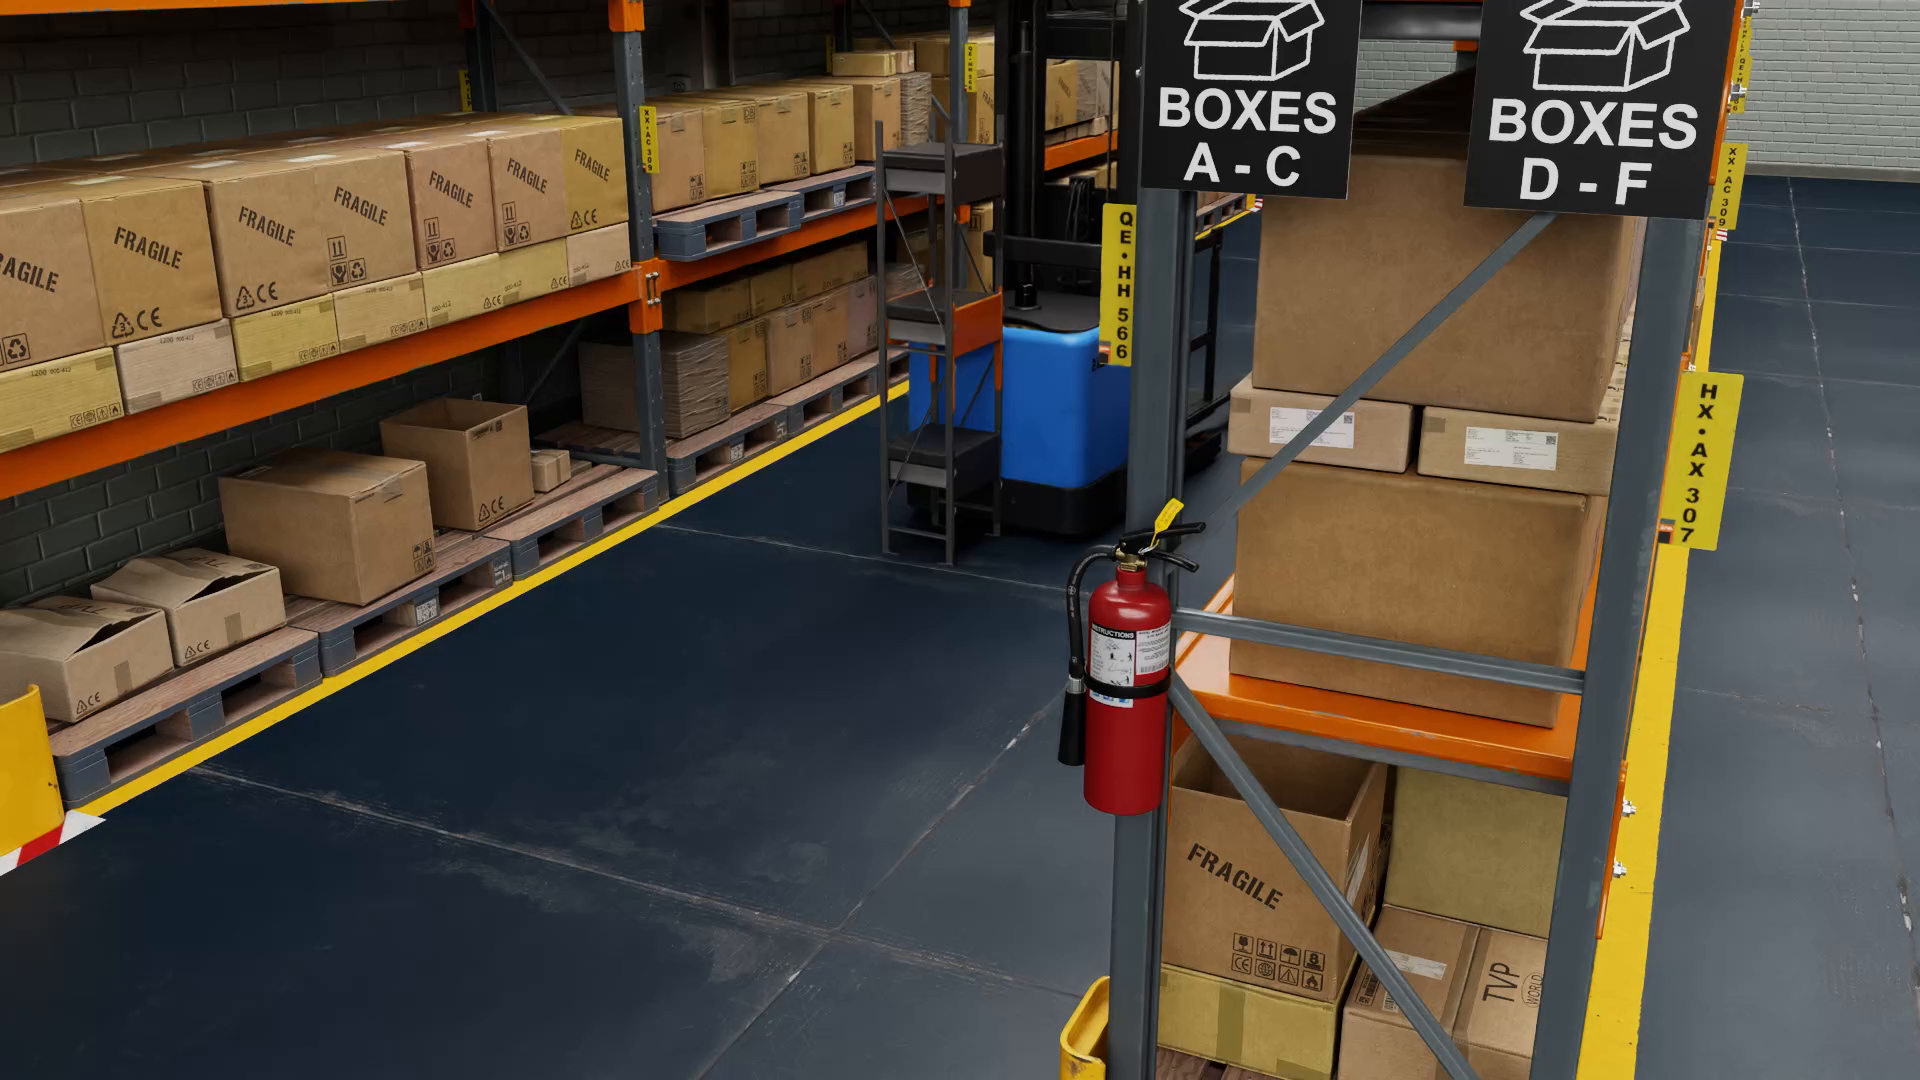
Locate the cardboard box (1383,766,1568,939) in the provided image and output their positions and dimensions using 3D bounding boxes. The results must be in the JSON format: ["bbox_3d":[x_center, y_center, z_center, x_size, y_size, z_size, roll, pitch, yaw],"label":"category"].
[{"bbox_3d":[1.446,0.684,4.426,0.500,0.500,0.500,9,21,23],"label":"cardboard box"}]

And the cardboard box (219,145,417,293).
[{"bbox_3d":[-2.601,-1.315,6.766,0.500,0.500,0.500,9,22,24],"label":"cardboard box"}]

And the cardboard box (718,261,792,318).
[{"bbox_3d":[-1.389,-1.580,10.389,0.500,0.250,0.500,8,21,21],"label":"cardboard box"}]

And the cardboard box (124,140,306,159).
[{"bbox_3d":[-3.072,-1.383,6.955,0.500,0.500,0.500,9,21,23],"label":"cardboard box"}]

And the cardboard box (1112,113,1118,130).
[{"bbox_3d":[1.252,-3.789,14.992,0.380,0.149,0.250,9,21,24],"label":"cardboard box"}]

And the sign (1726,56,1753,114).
[{"bbox_3d":[4.604,-2.690,9.827,0.100,0.325,0.005,9,21,23],"label":"sign"}]

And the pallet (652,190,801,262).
[{"bbox_3d":[-1.617,-1.798,9.335,1.003,0.211,1.213,9,21,23],"label":"pallet"}]

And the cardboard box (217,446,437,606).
[{"bbox_3d":[-2.756,-0.073,7.271,0.700,0.500,0.500,7,21,19],"label":"cardboard box"}]

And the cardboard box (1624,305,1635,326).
[{"bbox_3d":[1.599,-0.533,4.373,0.380,0.149,0.250,8,21,21],"label":"cardboard box"}]

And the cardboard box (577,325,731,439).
[{"bbox_3d":[-1.776,-0.932,9.687,0.700,0.500,0.500,9,22,25],"label":"cardboard box"}]

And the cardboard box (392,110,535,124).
[{"bbox_3d":[-2.445,-1.852,8.275,0.500,0.500,0.500,8,21,21],"label":"cardboard box"}]

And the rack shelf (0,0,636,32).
[{"bbox_3d":[-2.881,-2.138,6.601,1.077,0.370,4.000,9,21,23],"label":"rack shelf"}]

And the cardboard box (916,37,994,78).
[{"bbox_3d":[0.008,-3.560,12.261,0.500,0.250,0.500,9,22,24],"label":"cardboard box"}]

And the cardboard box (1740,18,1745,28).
[{"bbox_3d":[6.184,-4.066,13.783,0.500,0.500,0.500,9,22,24],"label":"cardboard box"}]

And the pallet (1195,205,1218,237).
[{"bbox_3d":[2.095,-3.403,17.722,1.003,0.211,1.213,9,21,23],"label":"pallet"}]

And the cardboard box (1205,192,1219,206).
[{"bbox_3d":[2.451,-3.983,18.295,0.700,0.500,0.500,8,21,23],"label":"cardboard box"}]

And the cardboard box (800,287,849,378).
[{"bbox_3d":[-1.166,-1.403,11.011,0.700,0.500,0.500,8,21,22],"label":"cardboard box"}]

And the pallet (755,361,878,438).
[{"bbox_3d":[-1.247,-0.974,10.892,1.003,0.211,1.213,9,21,23],"label":"pallet"}]

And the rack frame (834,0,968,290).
[{"bbox_3d":[-0.424,-2.898,12.141,1.000,3.000,0.127,9,21,23],"label":"rack frame"}]

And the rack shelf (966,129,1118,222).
[{"bbox_3d":[0.395,-3.170,13.980,1.077,0.370,4.000,9,21,23],"label":"rack shelf"}]

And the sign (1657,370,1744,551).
[{"bbox_3d":[1.324,-0.141,2.978,0.100,0.325,0.005,9,21,23],"label":"sign"}]

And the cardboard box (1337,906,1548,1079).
[{"bbox_3d":[1.243,1.190,4.121,0.500,0.250,0.500,9,21,23],"label":"cardboard box"}]

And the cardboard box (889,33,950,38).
[{"bbox_3d":[-0.260,-3.780,12.879,0.500,0.250,0.500,8,21,21],"label":"cardboard box"}]

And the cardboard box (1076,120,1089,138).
[{"bbox_3d":[0.889,-3.562,14.352,0.380,0.149,0.250,9,21,23],"label":"cardboard box"}]

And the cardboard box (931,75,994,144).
[{"bbox_3d":[0.008,-3.208,12.389,0.500,0.500,0.500,9,22,24],"label":"cardboard box"}]

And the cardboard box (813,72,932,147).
[{"bbox_3d":[-0.608,-3.007,11.642,0.700,0.500,0.500,6,20,16],"label":"cardboard box"}]

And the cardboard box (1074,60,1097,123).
[{"bbox_3d":[0.841,-3.832,14.144,0.500,0.500,0.500,9,21,23],"label":"cardboard box"}]

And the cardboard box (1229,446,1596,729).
[{"bbox_3d":[1.023,0.038,3.736,0.700,0.500,0.500,9,21,23],"label":"cardboard box"}]

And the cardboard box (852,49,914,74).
[{"bbox_3d":[-0.538,-3.348,11.633,0.380,0.149,0.250,6,20,16],"label":"cardboard box"}]

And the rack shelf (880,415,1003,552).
[{"bbox_3d":[-0.089,-0.289,8.277,0.431,0.518,0.480,11,22,28],"label":"rack shelf"}]

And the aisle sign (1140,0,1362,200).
[{"bbox_3d":[0.526,-1.019,2.977,0.394,0.787,0.004,9,21,23],"label":"aisle sign"}]

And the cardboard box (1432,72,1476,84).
[{"bbox_3d":[1.871,-1.211,5.311,0.700,0.500,0.500,9,21,23],"label":"cardboard box"}]

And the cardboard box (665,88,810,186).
[{"bbox_3d":[-1.346,-2.456,10.092,0.700,0.500,0.500,12,23,30],"label":"cardboard box"}]

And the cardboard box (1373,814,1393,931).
[{"bbox_3d":[0.964,0.965,4.756,0.500,0.250,0.500,9,21,23],"label":"cardboard box"}]

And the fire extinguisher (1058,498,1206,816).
[{"bbox_3d":[0.348,0.235,3.447,0.296,0.674,0.183,9,21,23],"label":"fire extinguisher"}]

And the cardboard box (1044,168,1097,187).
[{"bbox_3d":[0.705,-2.817,14.495,0.750,0.750,0.750,9,22,24],"label":"cardboard box"}]

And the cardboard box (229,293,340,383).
[{"bbox_3d":[-2.797,-0.812,6.470,0.500,0.250,0.500,8,21,22],"label":"cardboard box"}]

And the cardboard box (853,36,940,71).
[{"bbox_3d":[-0.475,-3.622,12.435,0.500,0.250,0.500,9,22,24],"label":"cardboard box"}]

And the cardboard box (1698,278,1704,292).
[{"bbox_3d":[4.753,-1.510,11.311,0.500,0.500,0.500,8,21,21],"label":"cardboard box"}]

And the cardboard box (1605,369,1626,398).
[{"bbox_3d":[1.283,-0.298,3.713,0.380,0.149,0.250,8,21,21],"label":"cardboard box"}]

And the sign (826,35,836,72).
[{"bbox_3d":[-0.932,-3.519,12.158,0.100,0.325,0.005,9,21,23],"label":"sign"}]

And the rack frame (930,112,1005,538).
[{"bbox_3d":[0.031,-1.032,8.238,0.400,2.100,0.015,11,22,28],"label":"rack frame"}]

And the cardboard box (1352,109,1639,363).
[{"bbox_3d":[1.255,-0.751,4.018,0.700,0.500,0.500,8,21,21],"label":"cardboard box"}]

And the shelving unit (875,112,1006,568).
[{"bbox_3d":[-0.089,-0.961,8.037,0.431,2.100,0.503,11,22,28],"label":"shelving unit"}]

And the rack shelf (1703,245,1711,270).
[{"bbox_3d":[4.915,-2.492,12.072,1.077,0.370,4.000,9,21,23],"label":"rack shelf"}]

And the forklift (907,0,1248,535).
[{"bbox_3d":[0.883,-1.854,9.307,1.130,2.935,3.031,11,22,28],"label":"forklift"}]

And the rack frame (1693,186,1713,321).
[{"bbox_3d":[4.096,-2.219,10.233,1.000,3.000,0.127,9,21,23],"label":"rack frame"}]

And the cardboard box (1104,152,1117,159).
[{"bbox_3d":[1.694,-3.886,17.054,0.380,0.149,0.250,8,21,21],"label":"cardboard box"}]

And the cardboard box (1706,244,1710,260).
[{"bbox_3d":[5.378,-1.978,12.629,0.500,0.500,0.500,9,21,23],"label":"cardboard box"}]

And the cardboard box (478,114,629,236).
[{"bbox_3d":[-1.974,-1.780,8.073,0.500,0.500,0.500,8,21,23],"label":"cardboard box"}]

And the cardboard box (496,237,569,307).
[{"bbox_3d":[-2.191,-1.276,7.775,0.500,0.250,0.500,9,21,23],"label":"cardboard box"}]

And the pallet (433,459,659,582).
[{"bbox_3d":[-2.305,-0.151,8.579,1.003,0.211,1.213,9,21,23],"label":"pallet"}]

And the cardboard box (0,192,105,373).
[{"bbox_3d":[-3.231,-0.849,5.455,0.500,0.500,0.500,9,21,23],"label":"cardboard box"}]

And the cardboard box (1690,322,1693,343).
[{"bbox_3d":[4.107,-1.192,9.984,0.500,0.311,0.500,9,22,24],"label":"cardboard box"}]

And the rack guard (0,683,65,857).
[{"bbox_3d":[-3.669,0.702,5.748,1.175,0.500,0.348,9,21,23],"label":"rack guard"}]

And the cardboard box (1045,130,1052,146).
[{"bbox_3d":[0.540,-3.328,13.696,0.380,0.149,0.250,9,21,23],"label":"cardboard box"}]

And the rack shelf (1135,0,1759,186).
[{"bbox_3d":[1.639,-1.459,4.693,1.077,0.370,4.000,9,21,23],"label":"rack shelf"}]
